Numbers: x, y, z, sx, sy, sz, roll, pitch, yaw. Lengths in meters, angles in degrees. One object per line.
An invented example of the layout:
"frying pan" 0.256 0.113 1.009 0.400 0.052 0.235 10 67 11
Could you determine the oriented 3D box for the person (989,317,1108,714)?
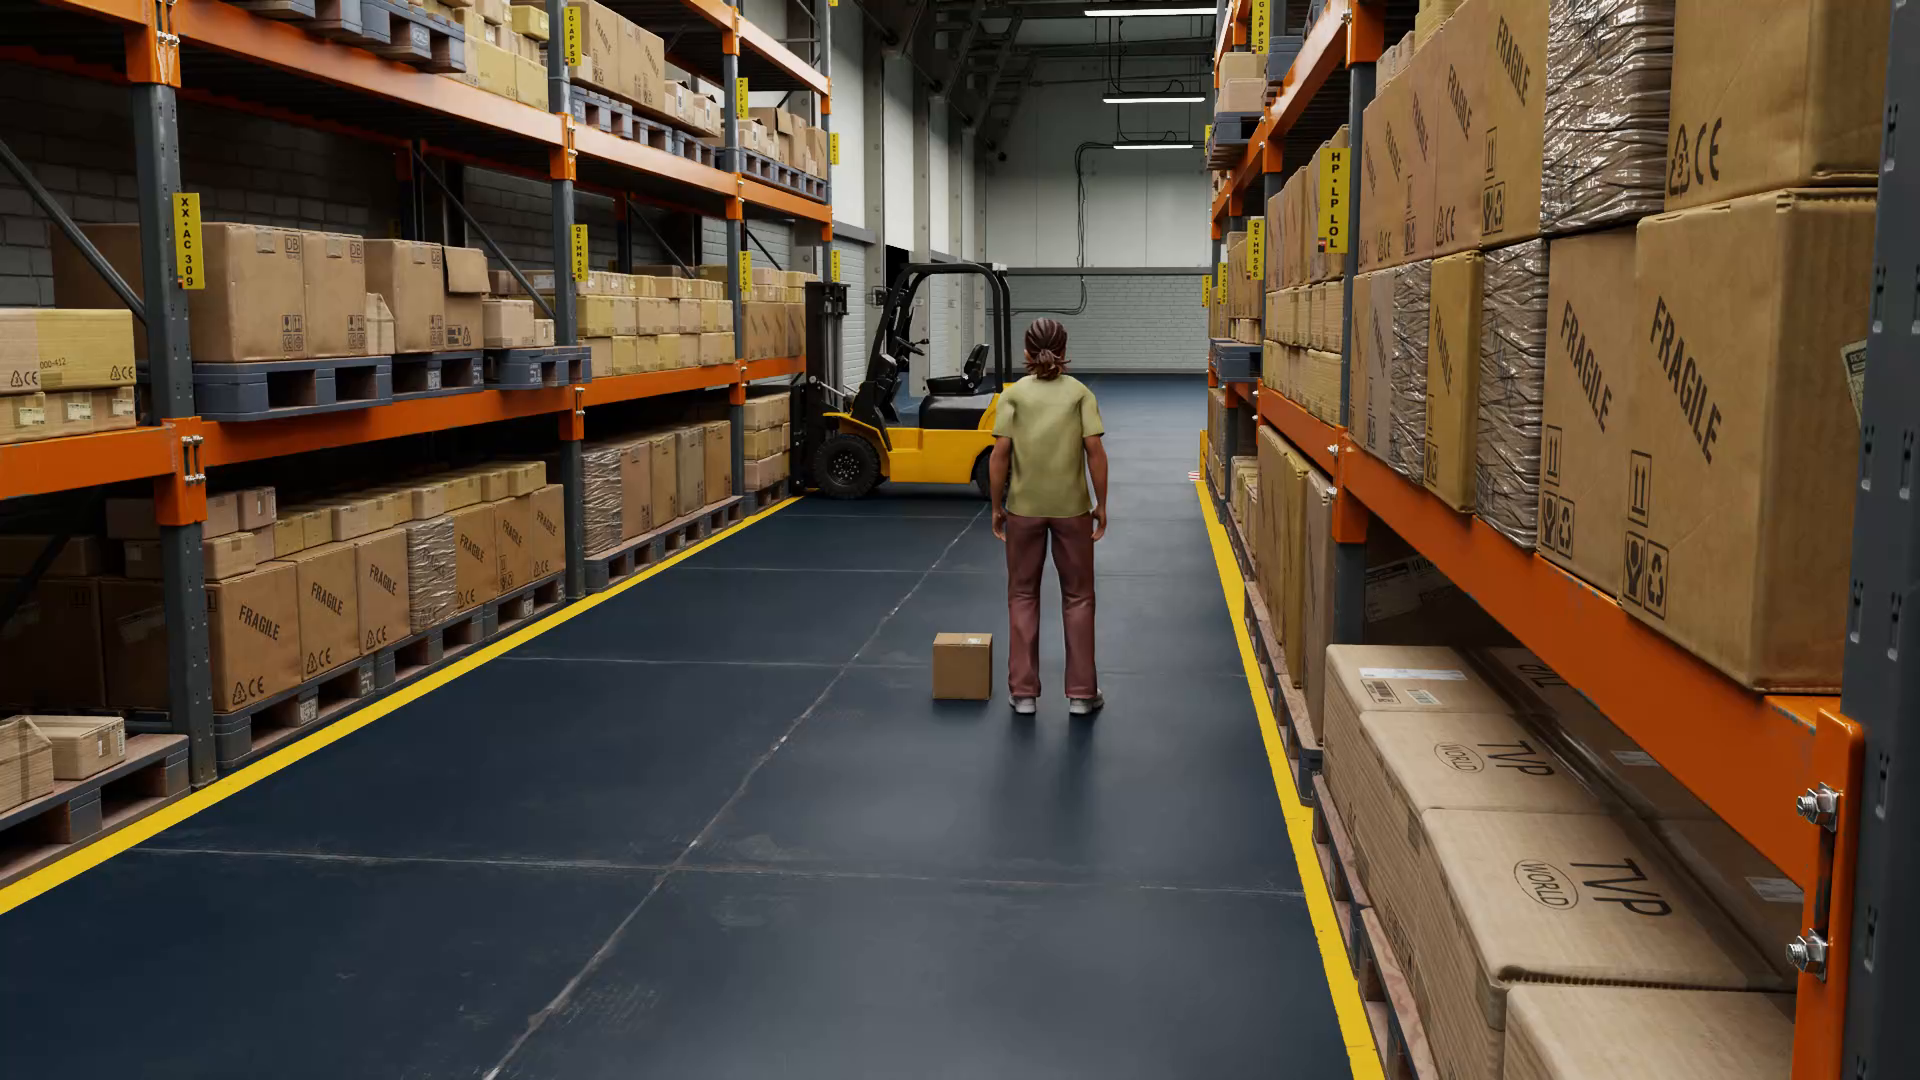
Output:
"person" 0.374 -0.101 7.052 0.498 1.673 0.354 1 8 4
